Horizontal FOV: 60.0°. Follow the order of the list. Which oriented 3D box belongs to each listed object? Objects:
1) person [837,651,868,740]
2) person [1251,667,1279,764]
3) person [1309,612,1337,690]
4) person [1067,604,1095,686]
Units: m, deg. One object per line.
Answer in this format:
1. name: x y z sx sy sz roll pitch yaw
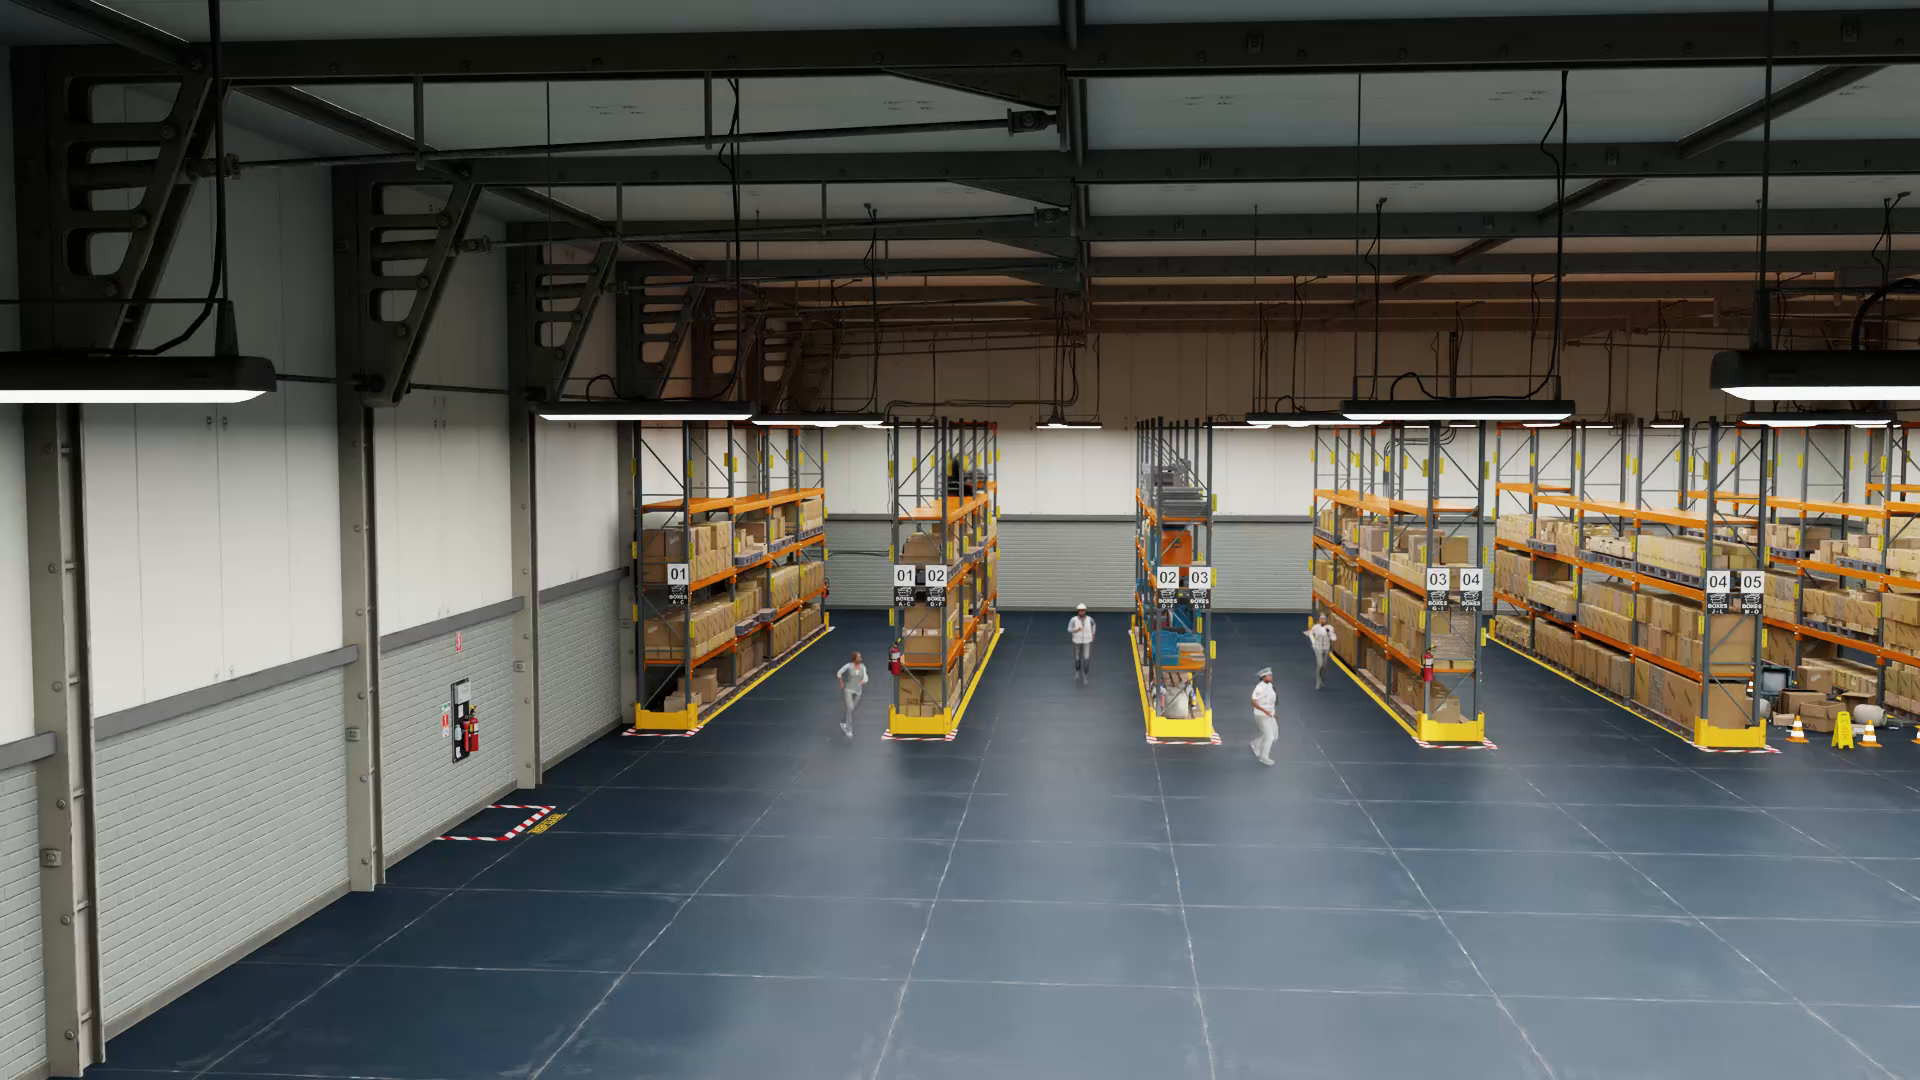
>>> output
1. person: -2.007 2.896 31.314 0.550 1.613 0.810 -2 4 -25
2. person: 5.218 3.020 28.723 0.557 1.672 0.598 3 5 40
3. person: 8.086 2.479 37.017 0.578 1.757 0.732 0 4 4
4. person: 2.765 2.354 37.867 0.658 1.829 0.828 0 4 1
